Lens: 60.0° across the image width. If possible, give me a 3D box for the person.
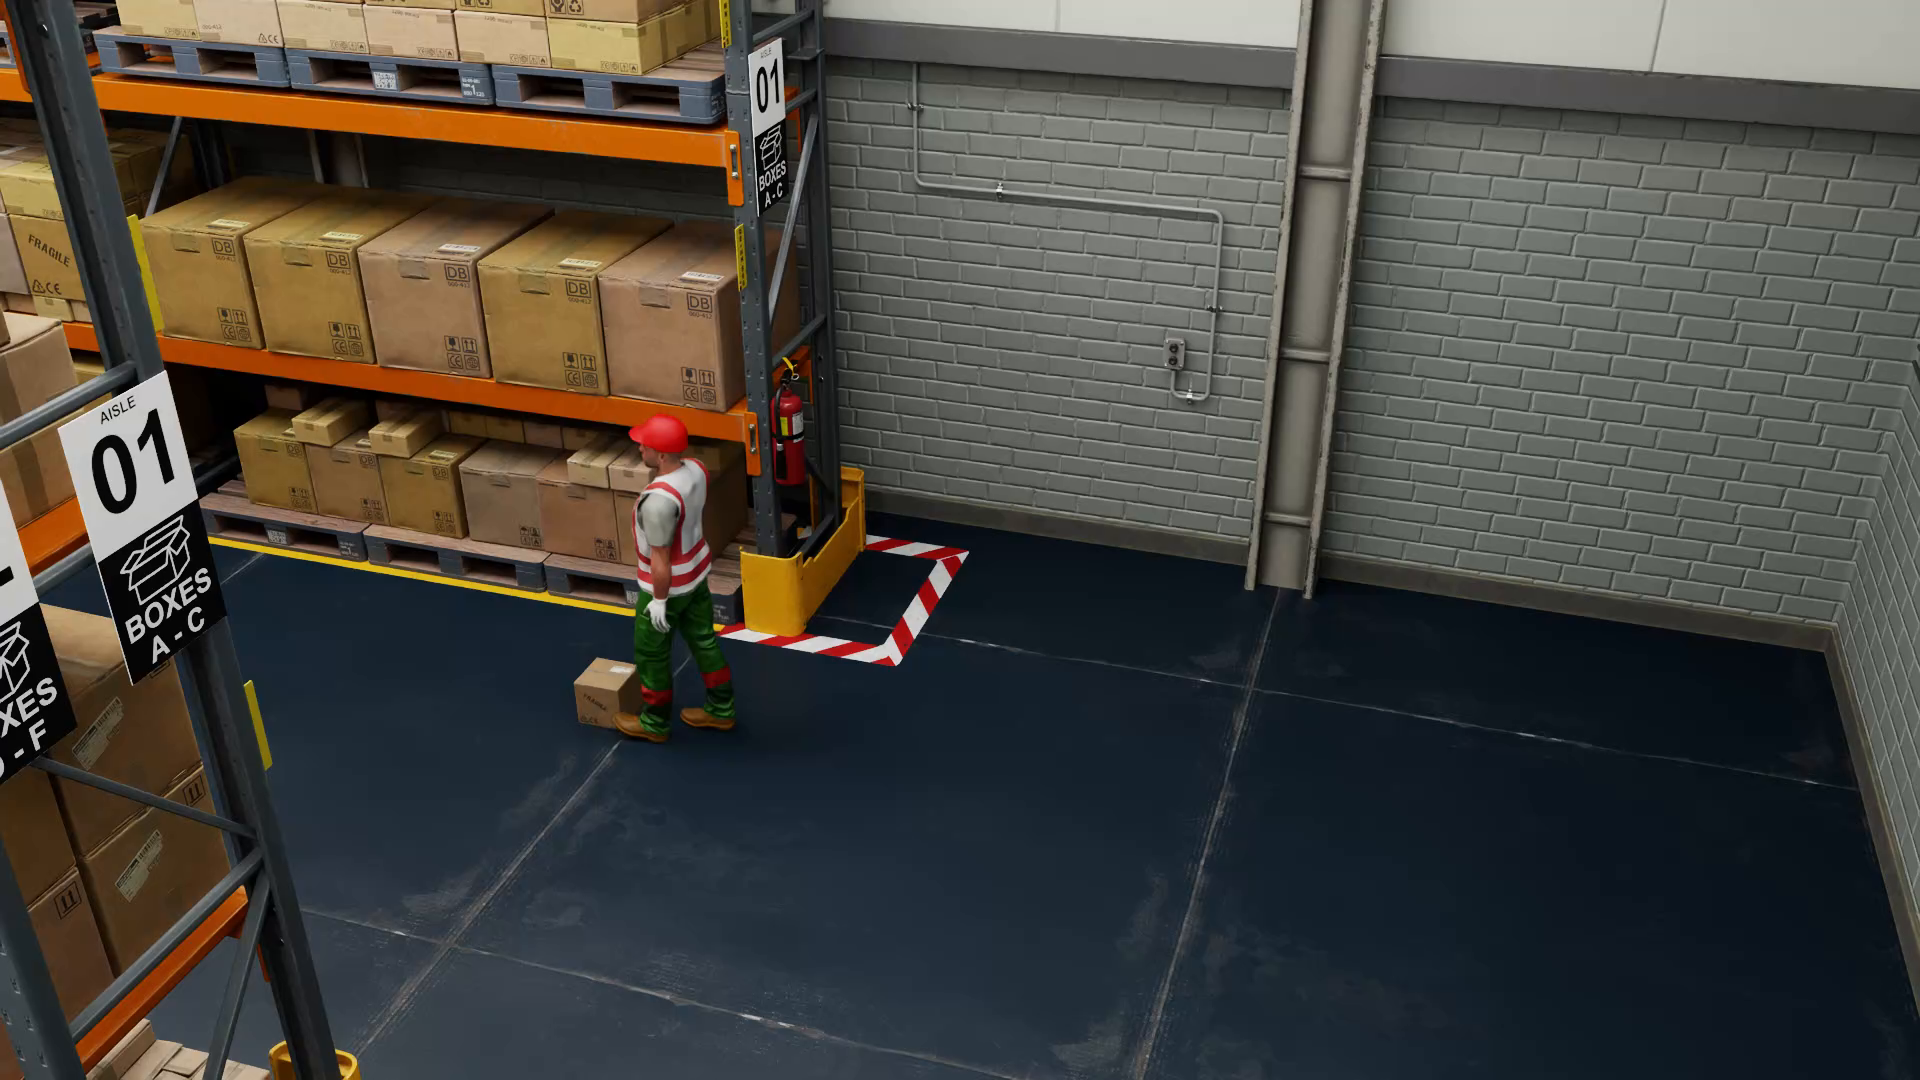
[{"bbox_3d":[-1.456,0.192,8.154,0.571,1.797,0.527,10,30,17],"label":"person"}]
